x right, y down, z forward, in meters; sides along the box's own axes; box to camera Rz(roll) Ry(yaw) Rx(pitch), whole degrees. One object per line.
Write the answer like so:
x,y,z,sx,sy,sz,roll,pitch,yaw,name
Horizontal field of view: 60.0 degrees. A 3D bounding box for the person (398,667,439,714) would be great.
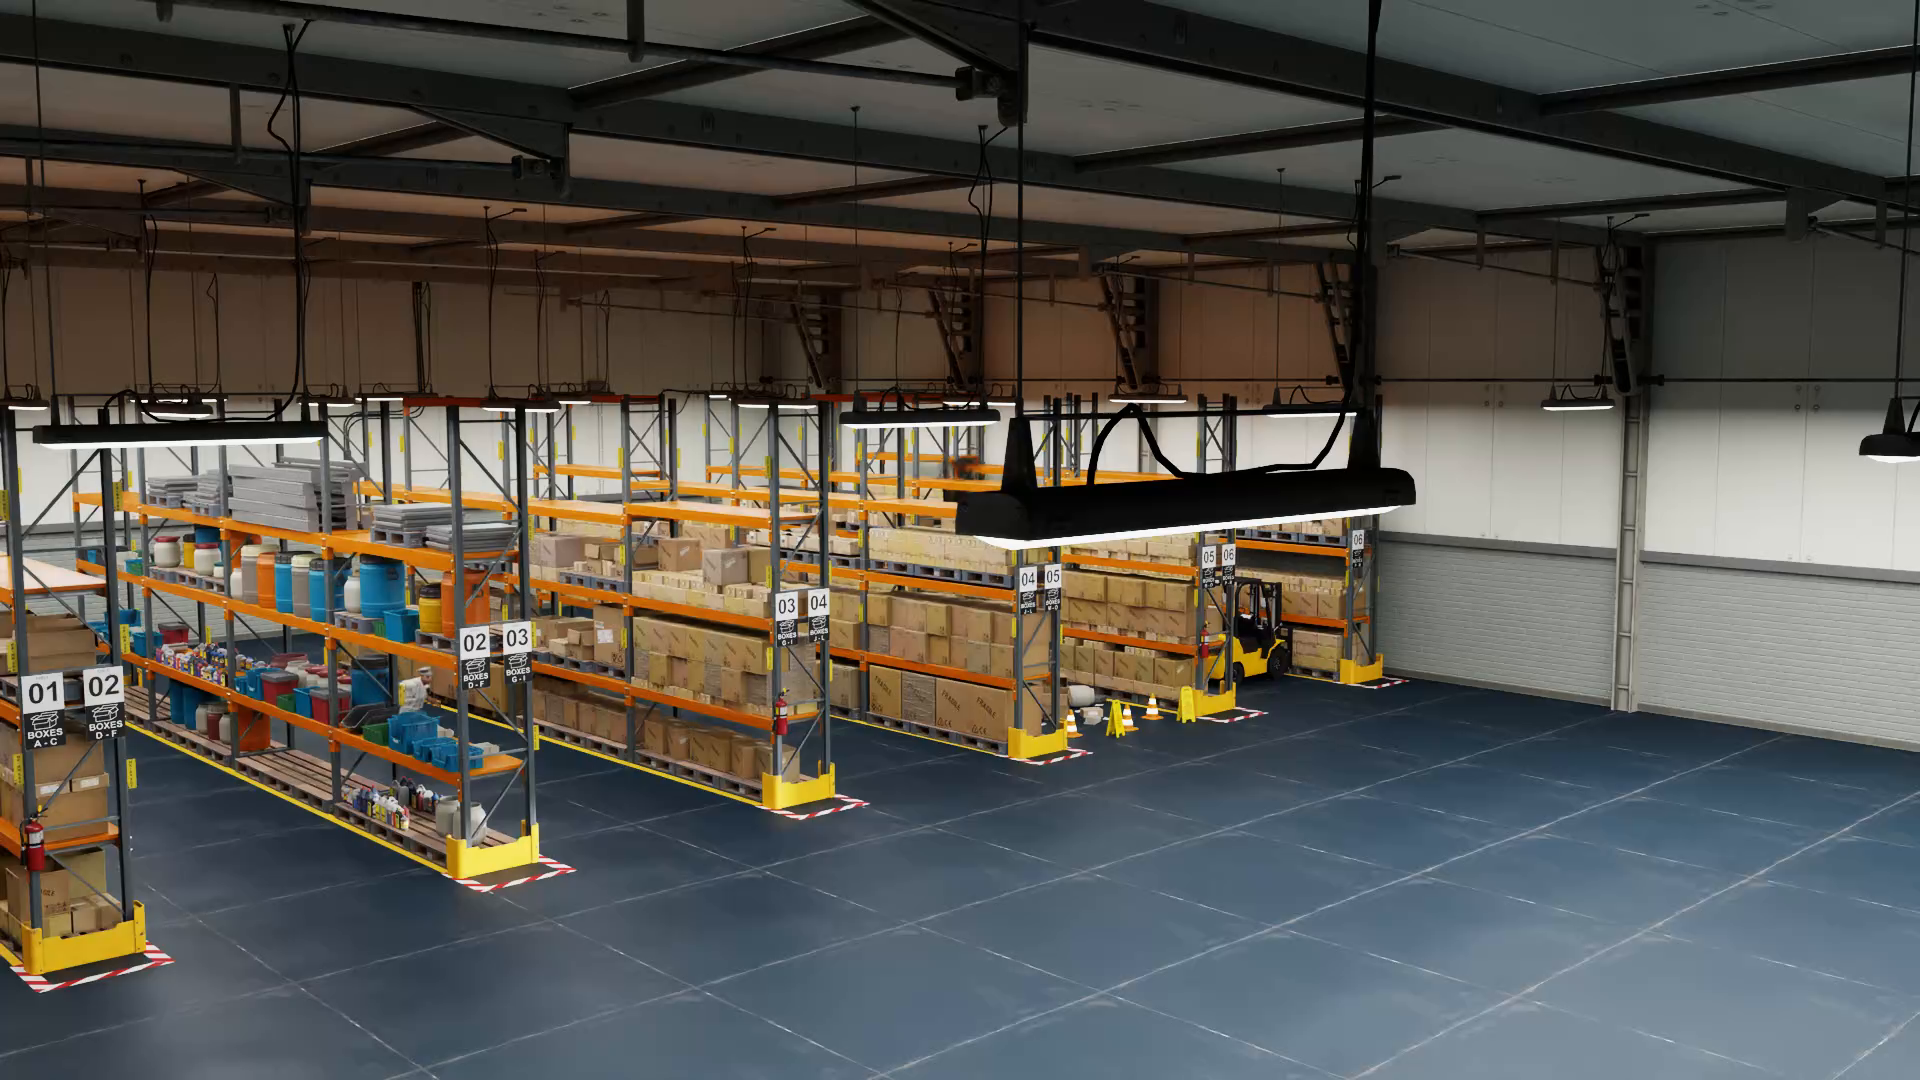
-9.077,2.881,27.590,0.871,1.575,0.704,2,6,22,person
